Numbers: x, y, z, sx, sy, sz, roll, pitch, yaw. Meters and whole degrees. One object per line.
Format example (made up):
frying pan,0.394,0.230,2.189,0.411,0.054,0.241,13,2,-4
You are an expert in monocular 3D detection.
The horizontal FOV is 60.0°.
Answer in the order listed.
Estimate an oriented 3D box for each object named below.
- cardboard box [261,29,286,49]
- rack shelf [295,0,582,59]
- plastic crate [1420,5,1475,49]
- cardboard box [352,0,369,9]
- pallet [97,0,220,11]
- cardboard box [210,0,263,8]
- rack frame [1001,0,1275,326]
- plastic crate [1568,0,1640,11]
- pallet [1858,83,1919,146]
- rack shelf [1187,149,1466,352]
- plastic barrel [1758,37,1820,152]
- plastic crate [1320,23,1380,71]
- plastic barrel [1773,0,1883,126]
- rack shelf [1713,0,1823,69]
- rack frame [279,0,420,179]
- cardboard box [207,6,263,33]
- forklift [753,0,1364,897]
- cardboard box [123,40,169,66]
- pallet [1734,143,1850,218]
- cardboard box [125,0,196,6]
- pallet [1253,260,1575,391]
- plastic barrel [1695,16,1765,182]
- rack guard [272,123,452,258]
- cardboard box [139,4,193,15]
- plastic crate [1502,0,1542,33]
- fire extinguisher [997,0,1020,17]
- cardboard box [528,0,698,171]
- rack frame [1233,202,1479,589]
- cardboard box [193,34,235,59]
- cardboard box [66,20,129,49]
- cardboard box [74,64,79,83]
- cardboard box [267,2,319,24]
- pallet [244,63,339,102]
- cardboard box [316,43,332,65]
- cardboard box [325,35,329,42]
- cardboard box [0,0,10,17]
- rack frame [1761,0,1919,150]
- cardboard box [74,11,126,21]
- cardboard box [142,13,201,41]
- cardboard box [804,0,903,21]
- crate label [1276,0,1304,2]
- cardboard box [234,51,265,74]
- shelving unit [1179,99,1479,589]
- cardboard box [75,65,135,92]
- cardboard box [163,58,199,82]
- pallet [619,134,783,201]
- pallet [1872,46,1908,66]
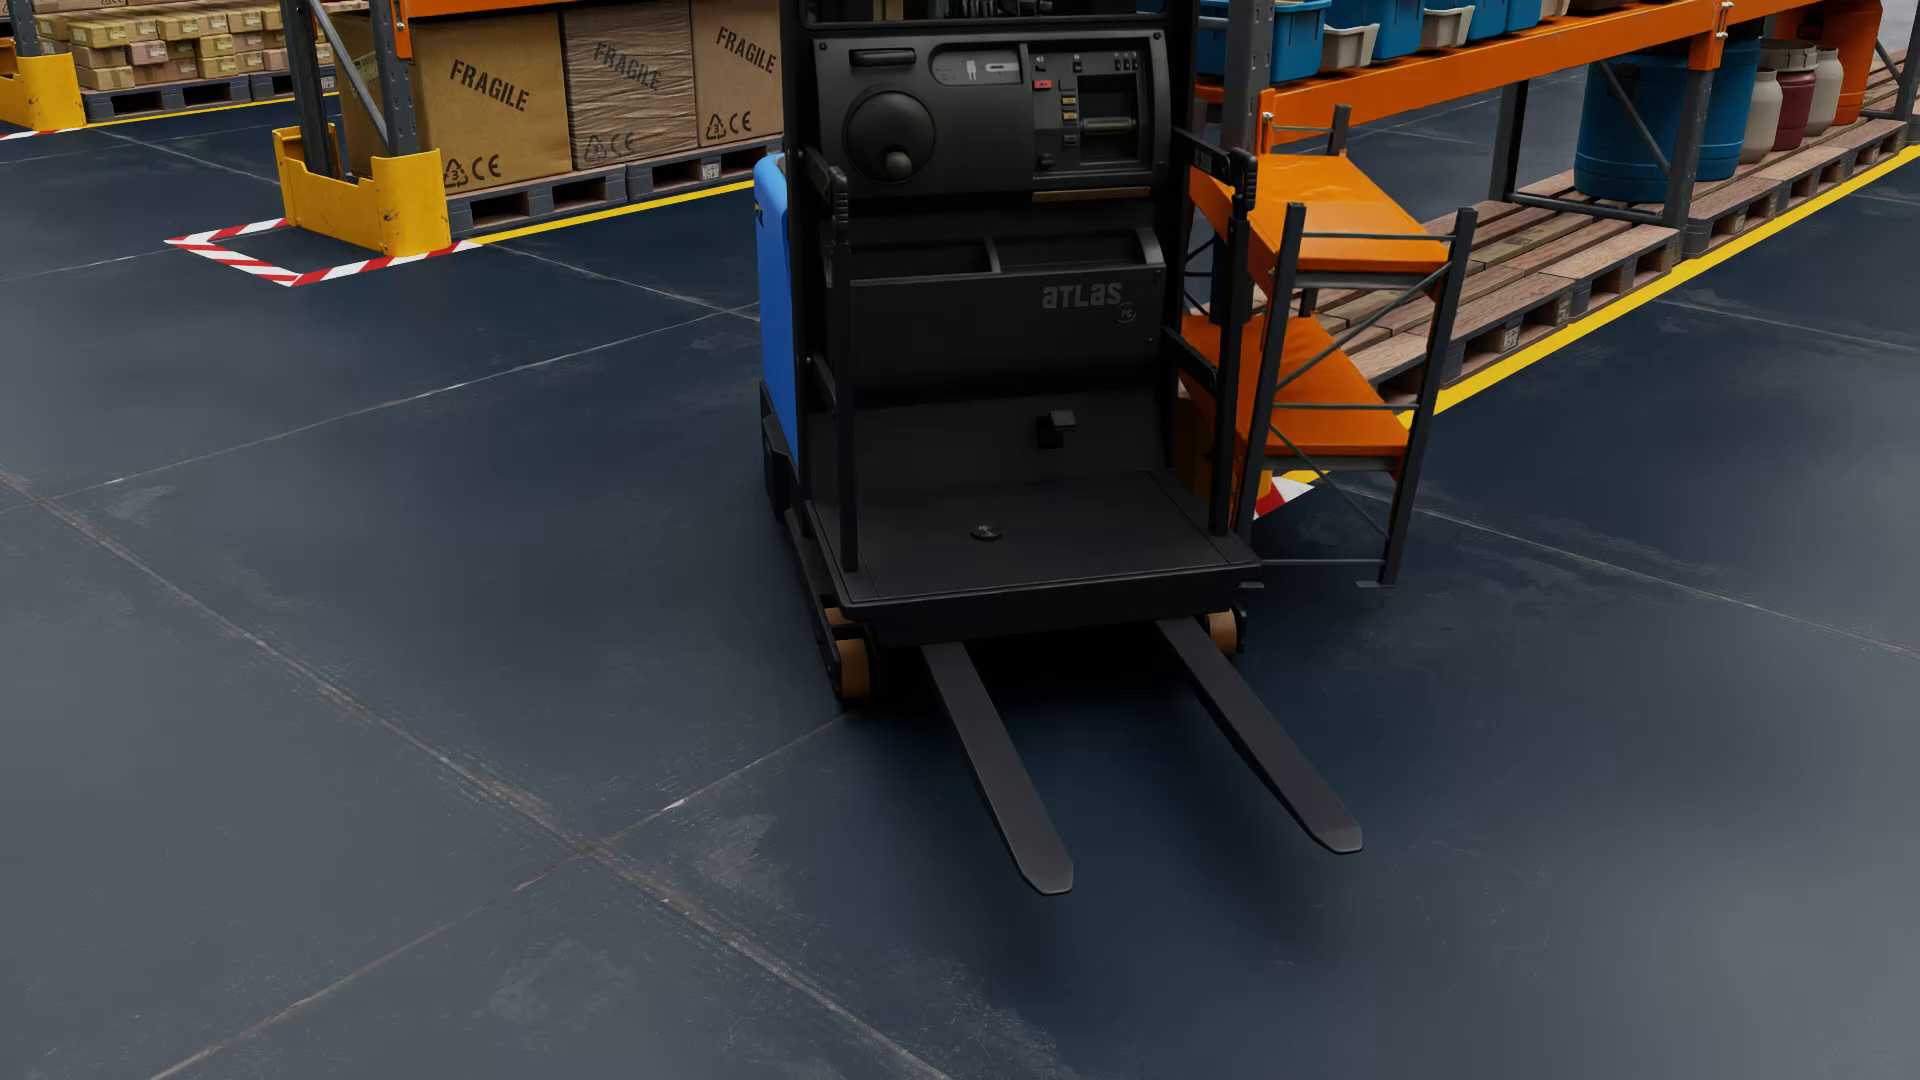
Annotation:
cardboard box,-5.408,-3.928,12.953,0.380,0.149,0.250,22,32,40
rack shelf,-1.819,-3.292,9.806,1.077,0.370,4.000,20,31,38
plastic crate,1.673,-1.833,5.921,0.250,0.136,0.298,20,31,38
cardboard box,-4.799,-4.266,13.342,0.380,0.149,0.250,18,30,35
pallet,-8.430,-5.453,17.154,1.003,0.211,1.213,20,31,38
cardboard box,-5.710,-4.172,13.133,0.380,0.149,0.250,19,30,36
rack frame,0.535,-1.659,5.283,1.000,3.000,0.127,20,31,38
plastic crate,2.657,-2.365,7.121,0.437,0.125,0.590,20,31,38
pallet,6.420,-3.049,11.793,1.003,0.211,1.213,20,31,38
rack shelf,1.003,-0.863,4.811,0.538,0.278,1.000,0,29,-8
plastic barrel,4.806,-2.690,10.016,0.600,0.588,0.708,20,31,38
plastic crate,1.220,-1.626,5.460,0.250,0.136,0.298,20,31,38
plastic barrel,5.560,-3.144,10.735,0.600,0.830,0.708,20,31,38
rack shelf,4.539,-3.159,9.507,1.077,0.370,4.000,20,31,38
rack frame,-3.154,-3.011,8.299,1.000,3.000,0.127,20,31,38
cardboard box,-5.523,-3.964,12.669,0.380,0.149,0.250,22,32,39
forklift,0.141,-1.088,4.094,1.130,2.935,3.031,-5,25,-12
cardboard box,-6.014,-3.580,12.177,0.380,0.149,0.250,20,31,37
pallet,4.564,-2.202,9.903,1.003,0.211,1.213,20,31,38
cardboard box,-8.363,-5.796,17.130,0.875,0.438,0.875,20,31,37
pallet,1.928,-0.997,7.216,1.003,0.211,1.213,20,31,38
plastic barrel,4.053,-2.488,9.185,0.600,0.901,0.708,20,31,38
rack guard,-3.170,-1.863,8.795,1.175,0.500,0.348,20,31,38
cardboard box,-6.107,-4.025,12.805,0.380,0.149,0.250,19,30,36
plastic crate,2.024,-2.088,6.371,0.416,0.233,0.300,20,31,38
fire extinguisher,0.095,-1.531,5.549,0.296,0.674,0.183,20,31,38
cardboard box,-2.179,-2.727,9.750,0.875,0.875,0.875,20,31,38
rack frame,1.043,-0.359,4.513,0.500,1.125,0.032,0,29,-8
cardboard box,-5.665,-3.728,12.505,0.380,0.149,0.250,21,32,39
cardboard box,-6.177,-3.625,11.913,0.380,0.149,0.250,18,30,35
cardboard box,-6.584,-3.504,12.371,0.380,0.149,0.250,21,31,38
cardboard box,-5.217,-4.134,13.049,0.380,0.149,0.250,20,31,38
pallet,-5.347,-3.755,13.367,1.003,0.211,1.213,20,31,38
cardboard box,-5.170,-3.834,13.106,0.380,0.149,0.250,20,31,38
cardboard box,-5.011,-4.078,13.286,0.380,0.149,0.250,18,30,35
cardboard box,-9.563,-5.249,15.909,0.875,0.438,0.875,21,32,39
rack frame,5.874,-4.096,10.719,1.000,3.000,0.127,20,31,38
cardboard box,-6.405,-3.850,12.414,0.380,0.149,0.250,21,32,38
cardboard box,-5.819,-3.784,12.267,0.380,0.149,0.250,20,31,37
cardboard box,-0.984,-3.273,10.967,0.875,0.875,0.875,20,31,38
crate label,1.316,-2.040,6.381,0.396,0.136,0.243,20,31,38
cardboard box,-5.566,-3.691,12.786,0.380,0.149,0.250,20,31,38
shelving unit,0.984,-0.607,4.953,0.538,1.125,1.048,0,29,-8
cardboard box,-6.192,-3.359,12.047,0.380,0.149,0.250,21,32,39
cardboard box,-5.918,-3.539,12.448,0.380,0.149,0.250,21,31,38
pallet,-1.864,-2.374,10.286,1.003,0.211,1.213,20,31,38
pallet,8.048,-3.793,13.451,1.003,0.211,1.213,20,31,38
